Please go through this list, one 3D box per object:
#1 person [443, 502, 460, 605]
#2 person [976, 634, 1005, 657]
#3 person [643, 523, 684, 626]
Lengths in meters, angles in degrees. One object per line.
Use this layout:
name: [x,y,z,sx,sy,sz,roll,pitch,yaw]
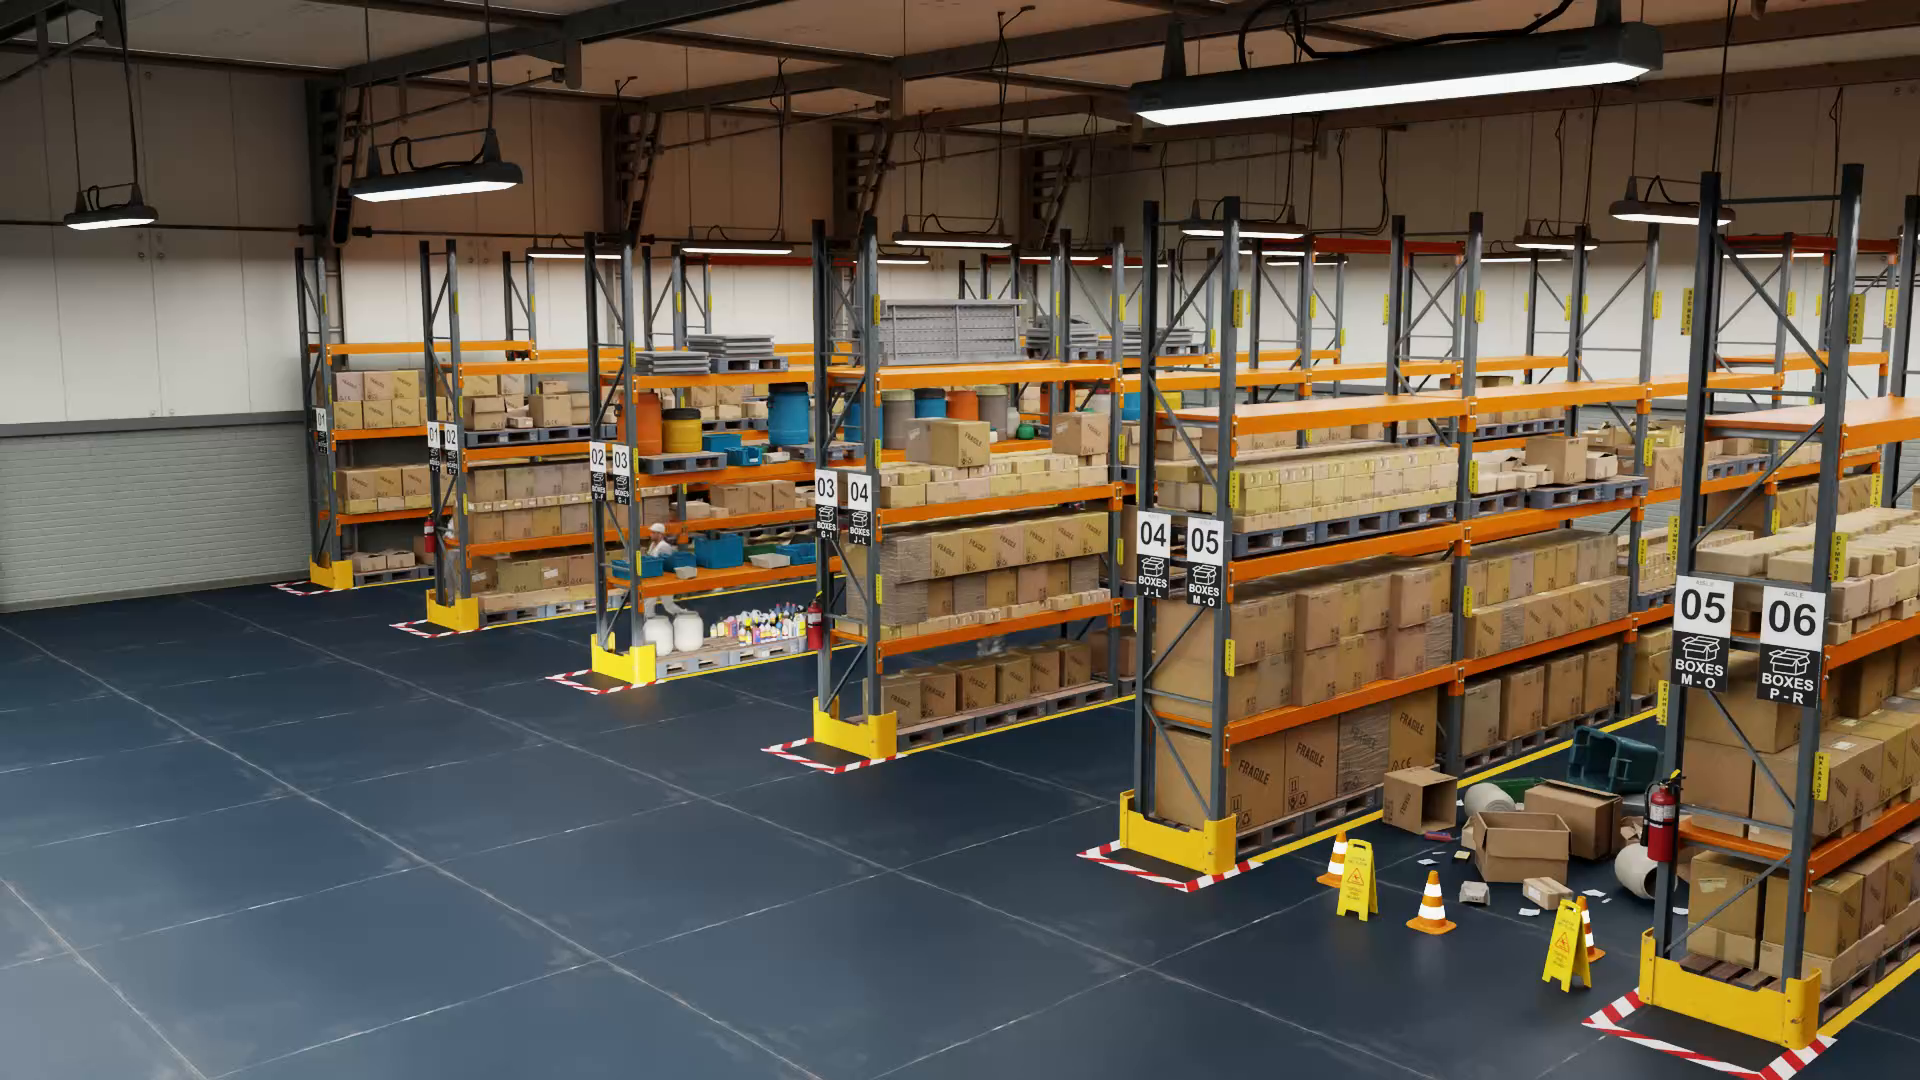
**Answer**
person: [-8.440,0.229,28.012,0.548,1.758,0.763,5,10,30]
person: [0.331,0.742,22.333,0.662,1.803,0.656,6,10,36]
person: [-4.448,0.621,24.750,1.007,1.776,0.659,-7,11,-40]
